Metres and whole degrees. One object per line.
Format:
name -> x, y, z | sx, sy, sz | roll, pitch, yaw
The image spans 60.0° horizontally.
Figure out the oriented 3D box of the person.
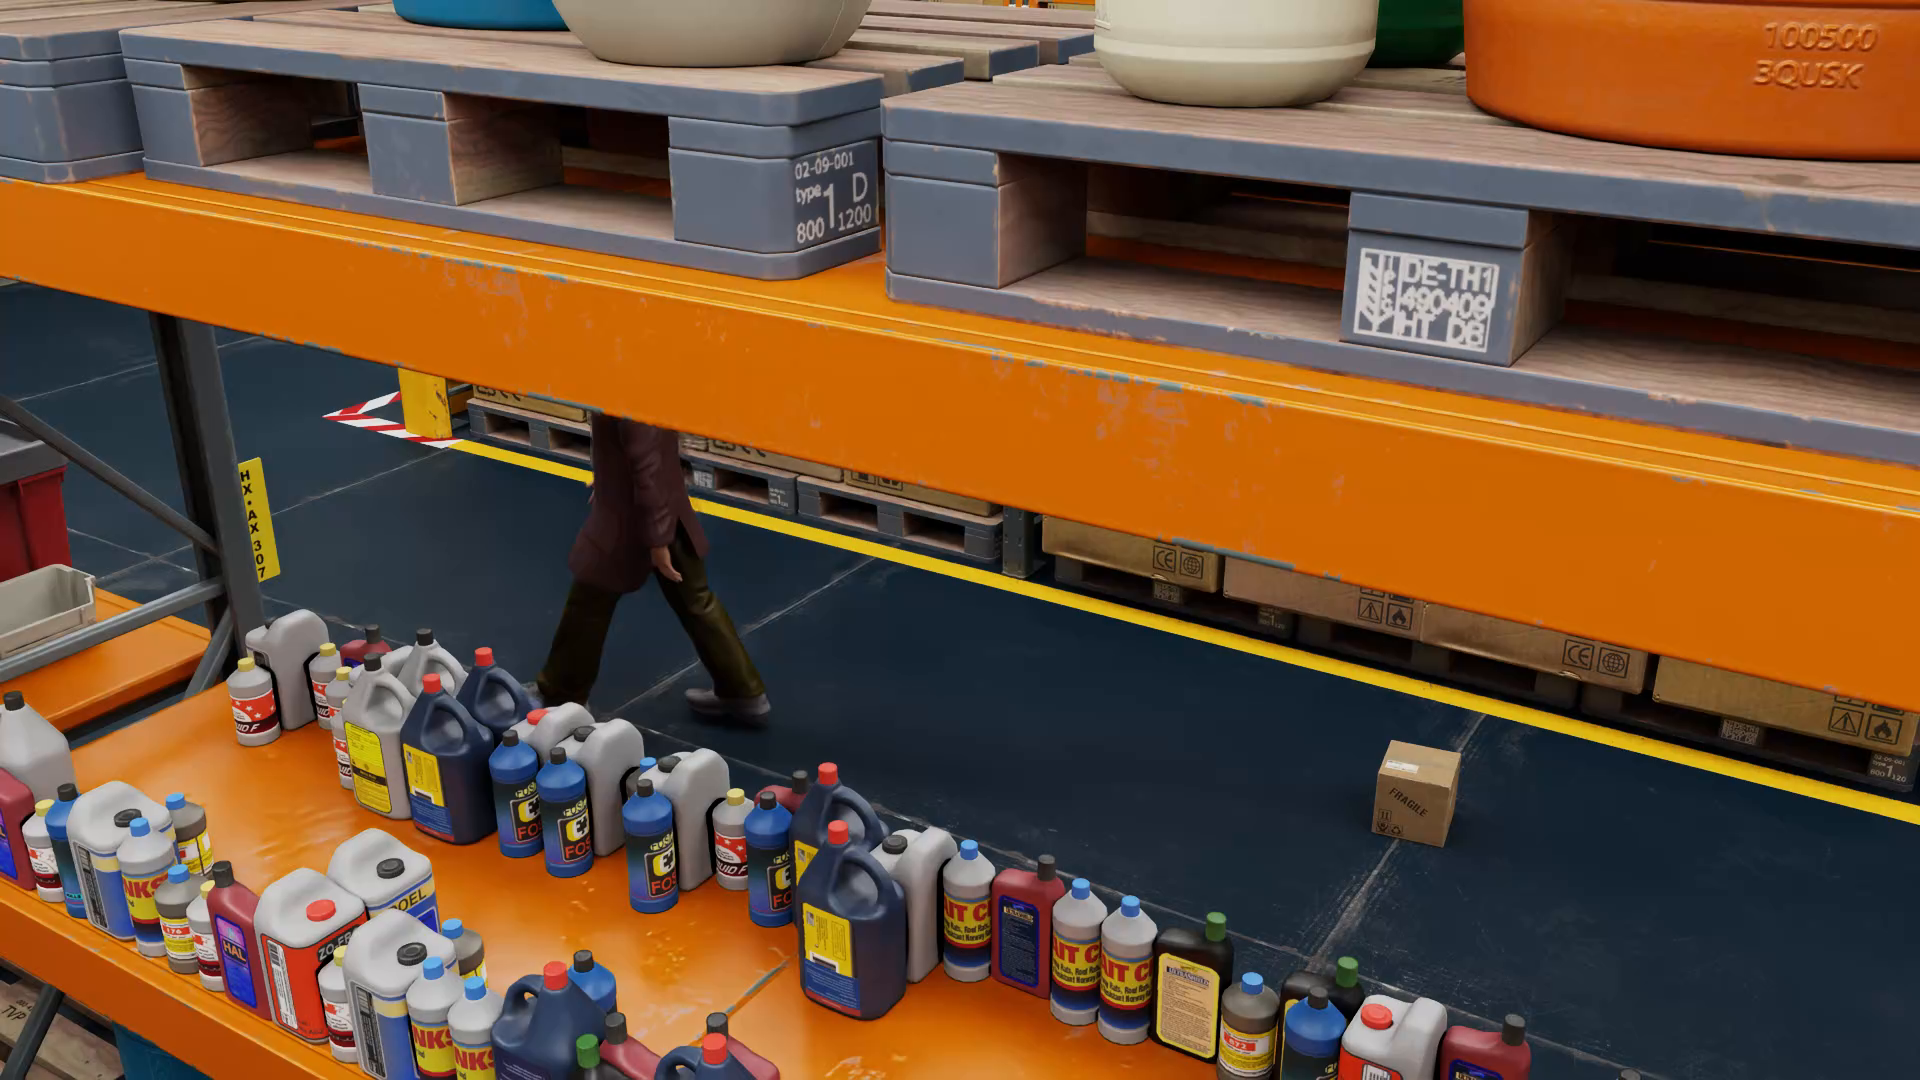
person -> -1.300, -0.114, 6.367 | 1.106, 1.719, 0.567 | 6, 24, 15
